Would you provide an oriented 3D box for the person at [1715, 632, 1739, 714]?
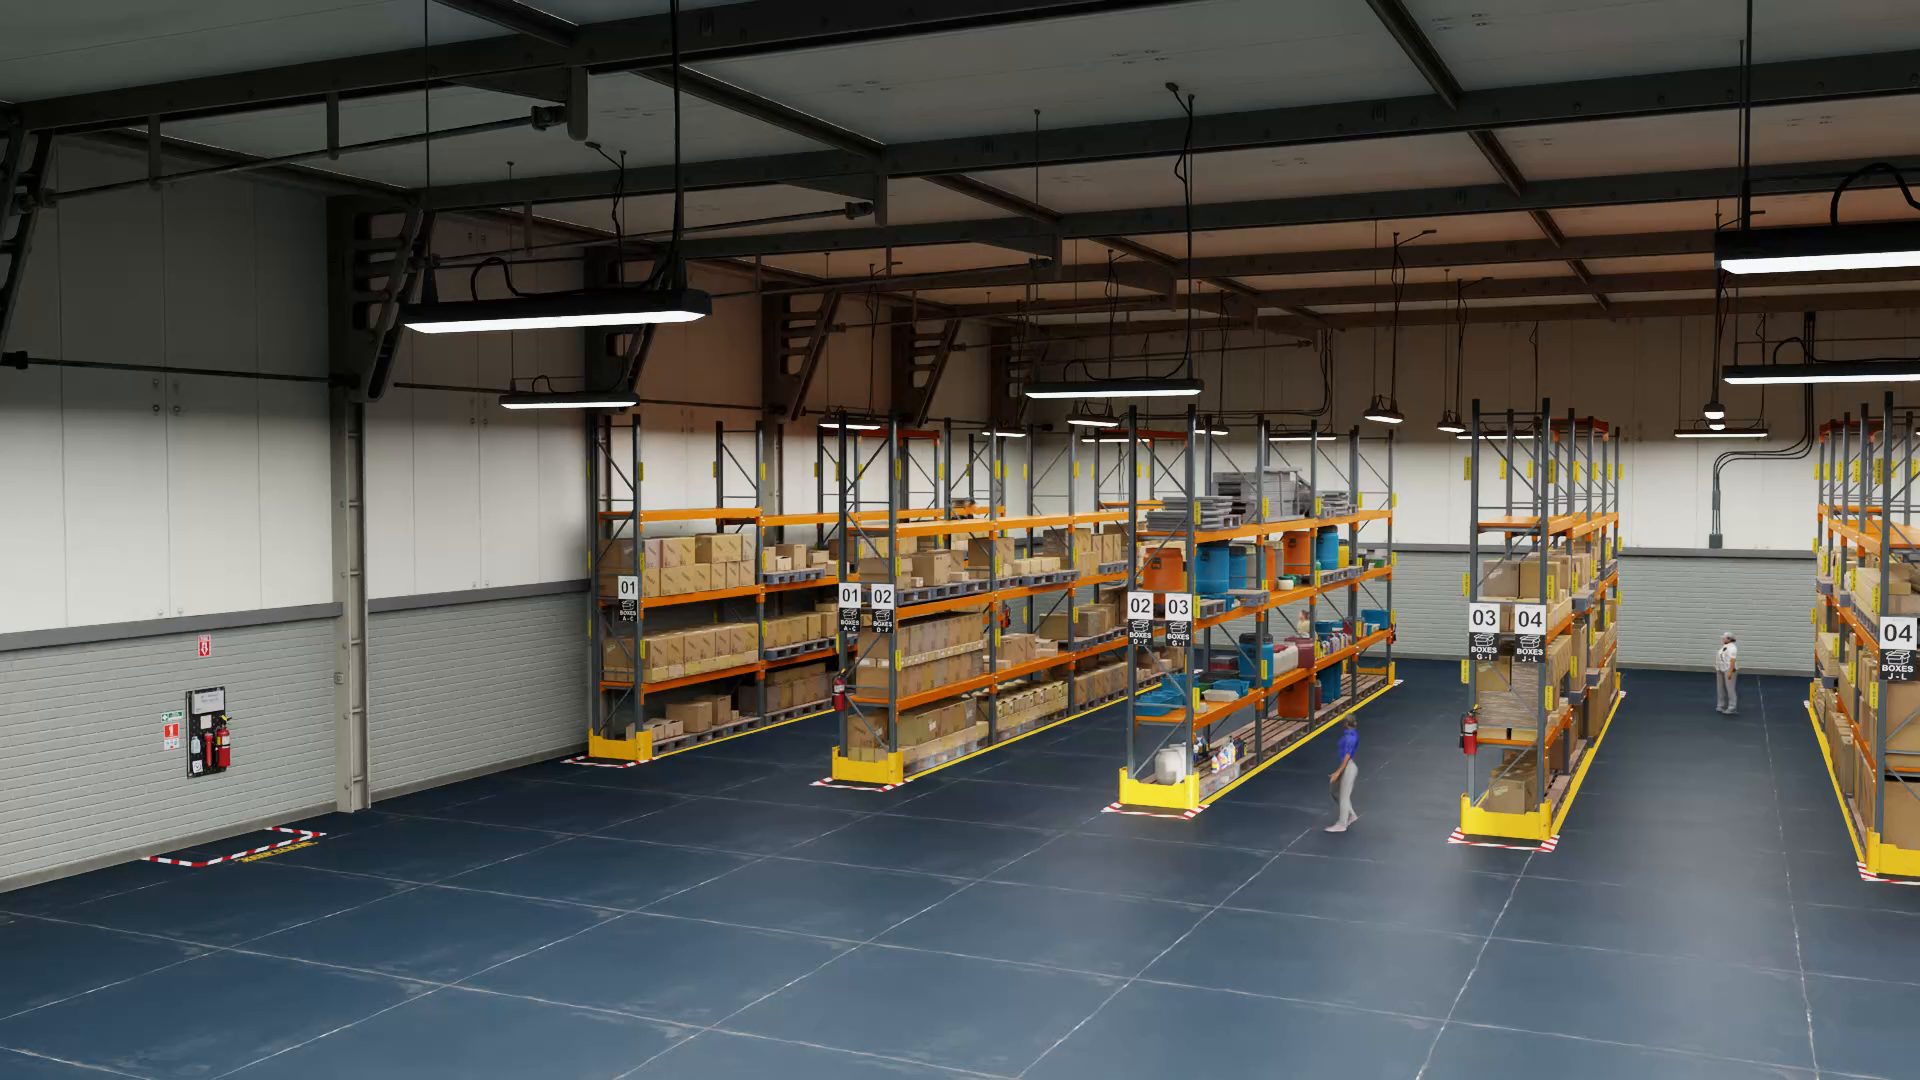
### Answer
[{"bbox_3d":[15.959,2.754,34.627,0.422,1.673,0.485,-1,2,-16],"label":"person"}]

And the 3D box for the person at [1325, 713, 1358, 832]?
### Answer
[{"bbox_3d":[5.324,3.227,23.152,0.499,1.668,0.523,0,2,0],"label":"person"}]

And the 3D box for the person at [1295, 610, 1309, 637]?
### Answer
[{"bbox_3d":[8.316,2.526,40.059,0.477,1.708,0.833,1,3,30],"label":"person"}]
